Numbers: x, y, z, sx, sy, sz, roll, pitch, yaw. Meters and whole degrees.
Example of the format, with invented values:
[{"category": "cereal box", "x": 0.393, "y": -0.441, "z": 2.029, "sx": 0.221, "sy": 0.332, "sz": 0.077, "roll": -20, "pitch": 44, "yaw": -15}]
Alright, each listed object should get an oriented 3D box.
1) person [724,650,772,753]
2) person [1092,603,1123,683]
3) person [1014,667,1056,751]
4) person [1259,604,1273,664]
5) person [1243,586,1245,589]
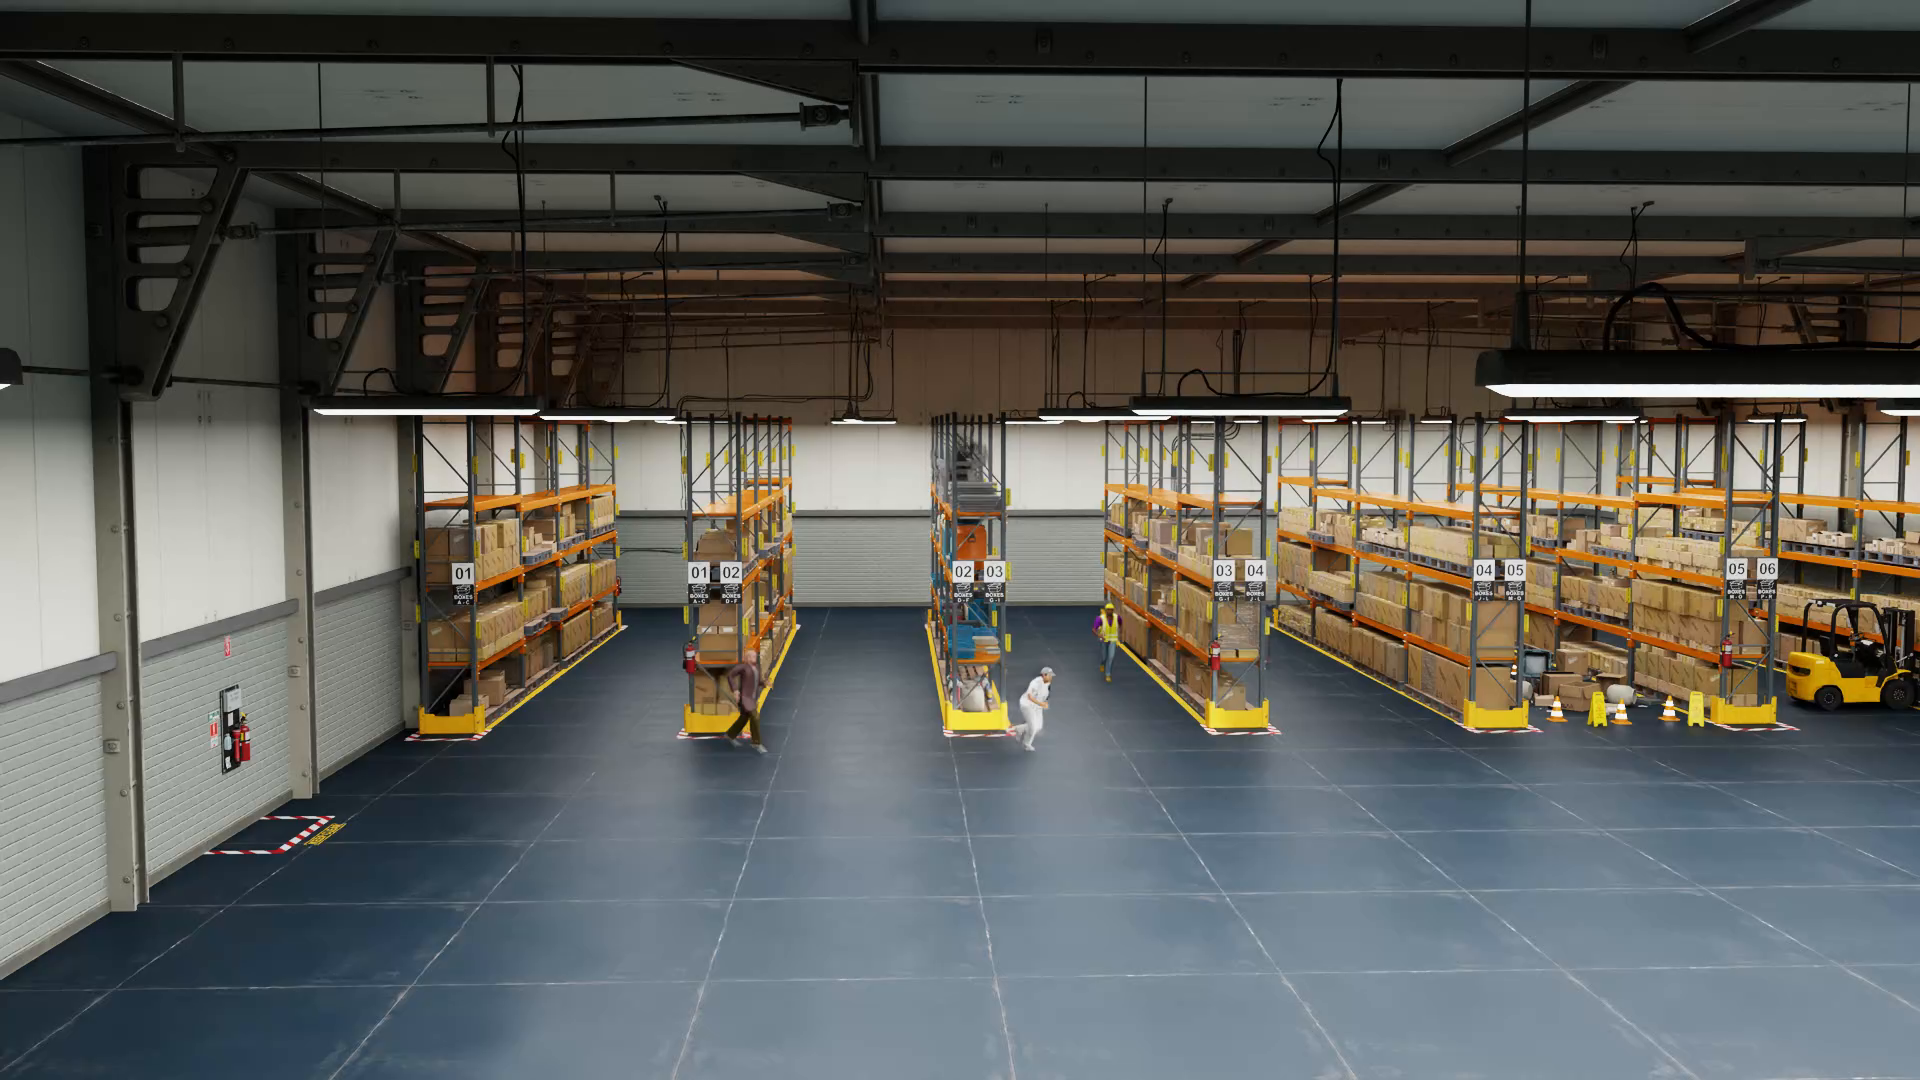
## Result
[{"category": "person", "x": -3.777, "y": 2.843, "z": 29.417, "sx": 0.996, "sy": 1.824, "sz": 0.638, "roll": 2, "pitch": 4, "yaw": 24}, {"category": "person", "x": 3.346, "y": 2.295, "z": 37.616, "sx": 0.726, "sy": 1.755, "sz": 0.961, "roll": 0, "pitch": 4, "yaw": -6}, {"category": "person", "x": 1.336, "y": 2.982, "z": 29.494, "sx": 0.874, "sy": 1.515, "sz": 0.619, "roll": 3, "pitch": 5, "yaw": 36}, {"category": "person", "x": 7.334, "y": 2.127, "z": 40.389, "sx": 0.575, "sy": 1.645, "sz": 0.938, "roll": -1, "pitch": 4, "yaw": -8}, {"category": "person", "x": 8.402, "y": 1.621, "z": 48.835, "sx": 0.648, "sy": 1.602, "sz": 0.665, "roll": -1, "pitch": 4, "yaw": -10}]
